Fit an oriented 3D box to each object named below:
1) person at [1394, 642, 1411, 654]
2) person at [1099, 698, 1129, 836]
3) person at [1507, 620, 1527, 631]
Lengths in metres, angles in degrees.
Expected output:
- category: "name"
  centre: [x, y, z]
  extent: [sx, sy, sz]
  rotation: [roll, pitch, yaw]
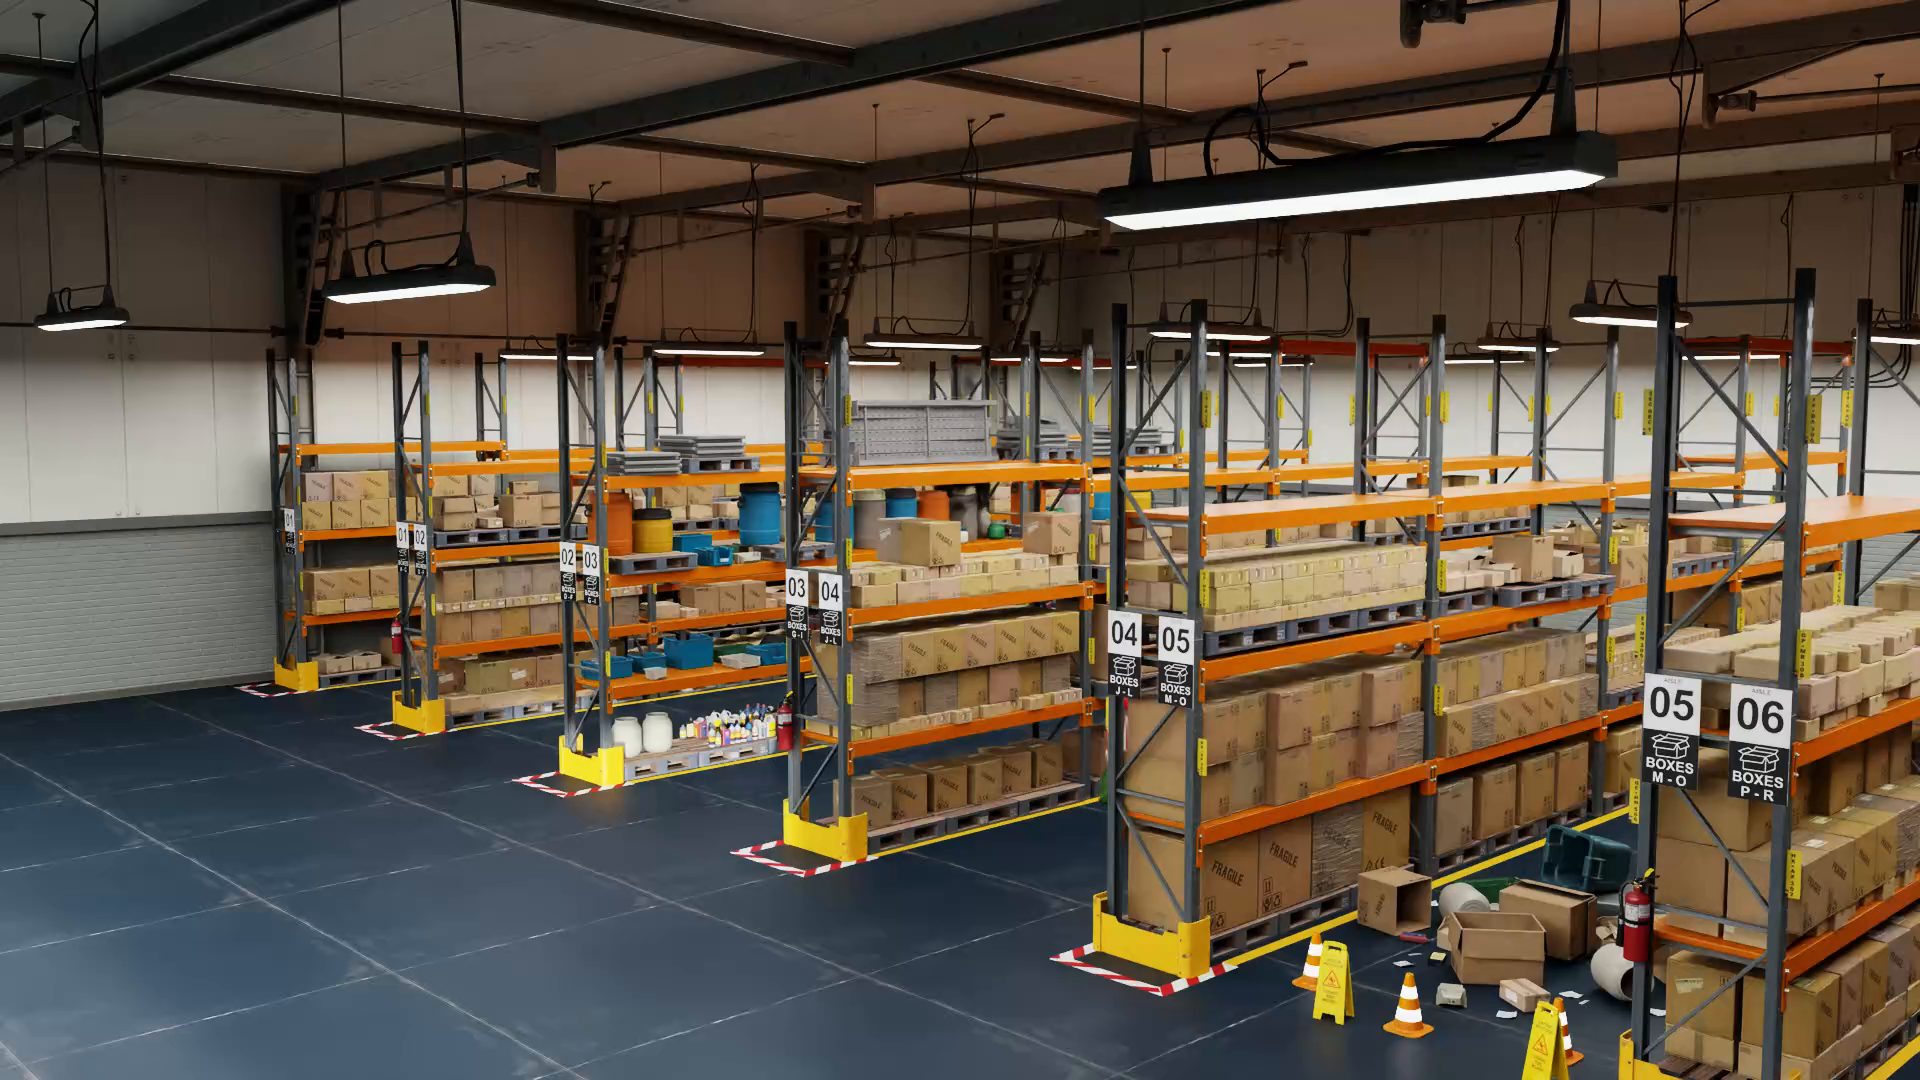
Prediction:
- category: "person"
  centre: [6.427, 2.255, 24.157]
  extent: [0.642, 1.676, 0.569]
  rotation: [4, 7, 42]
- category: "person"
  centre: [1.863, 2.627, 19.229]
  extent: [0.620, 1.696, 0.720]
  rotation: [3, 6, 28]
- category: "person"
  centre: [8.996, 1.999, 26.637]
  extent: [0.668, 1.854, 1.035]
  rotation: [4, 7, 41]
